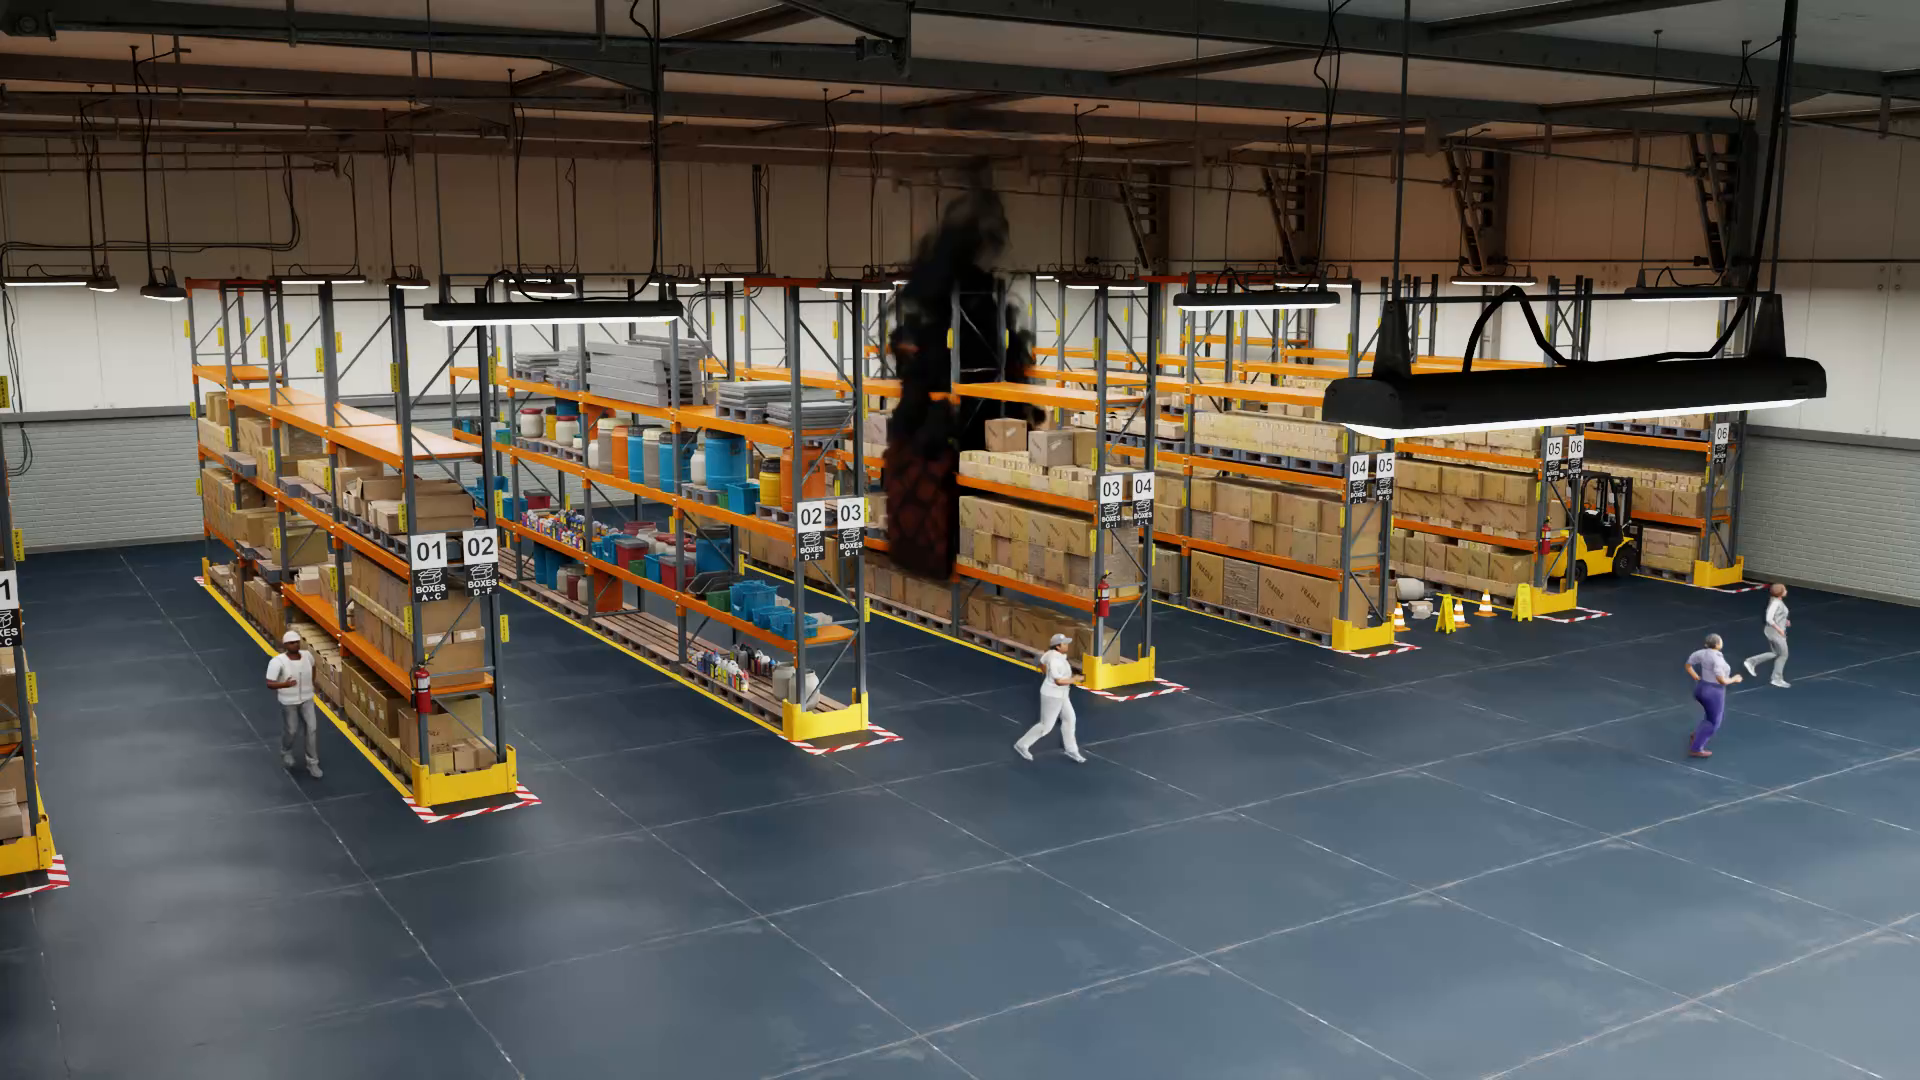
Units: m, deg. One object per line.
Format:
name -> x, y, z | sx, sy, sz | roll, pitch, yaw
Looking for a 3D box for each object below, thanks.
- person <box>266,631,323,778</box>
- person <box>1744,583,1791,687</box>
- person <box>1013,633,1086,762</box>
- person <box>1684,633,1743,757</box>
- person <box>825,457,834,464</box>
person -> -8.224, 2.005, 20.611 | 0.691, 1.784, 0.867 | -8, 13, -40
person -> 12.153, 1.415, 24.938 | 0.669, 1.587, 0.534 | 3, 10, 18
person -> 1.148, 2.014, 21.081 | 0.923, 1.704, 0.612 | 1, 10, 4
person -> 9.686, 1.980, 21.362 | 0.605, 1.615, 0.582 | -1, 10, -7
person -> -3.286, -1.280, 40.646 | 0.631, 1.650, 0.597 | 3, 10, 19
